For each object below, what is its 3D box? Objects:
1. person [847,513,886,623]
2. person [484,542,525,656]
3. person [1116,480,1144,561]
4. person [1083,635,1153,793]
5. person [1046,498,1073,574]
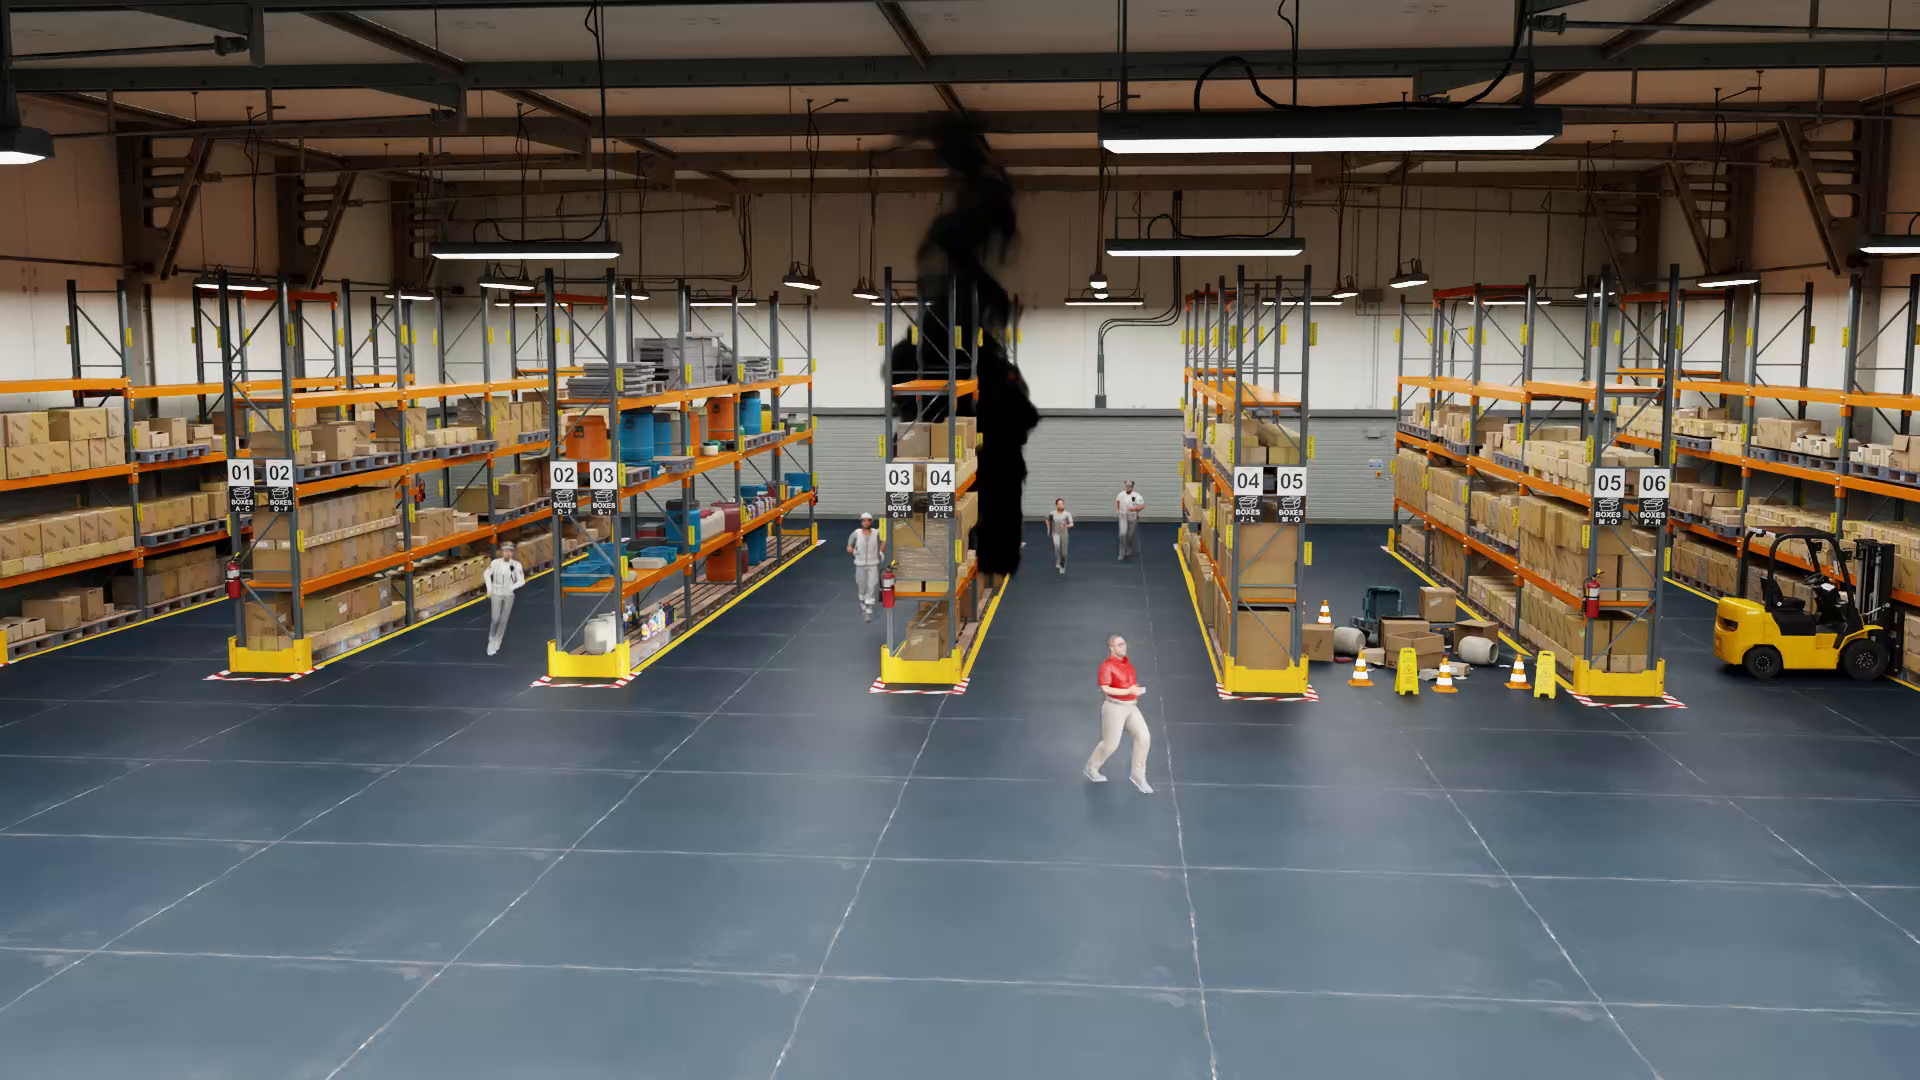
[{"bbox_3d":[-1.561,0.454,27.645,0.641,1.823,0.942,0,7,-2],"label":"person"},{"bbox_3d":[-6.842,0.876,25.008,0.588,1.713,0.549,-2,7,-16],"label":"person"},{"bbox_3d":[3.847,-0.465,37.708,0.660,1.823,0.862,1,7,9],"label":"person"},{"bbox_3d":[1.775,1.933,18.518,0.822,1.776,0.670,6,9,43],"label":"person"},{"bbox_3d":[2.070,-0.060,34.546,0.565,1.602,0.970,0,7,1],"label":"person"}]
